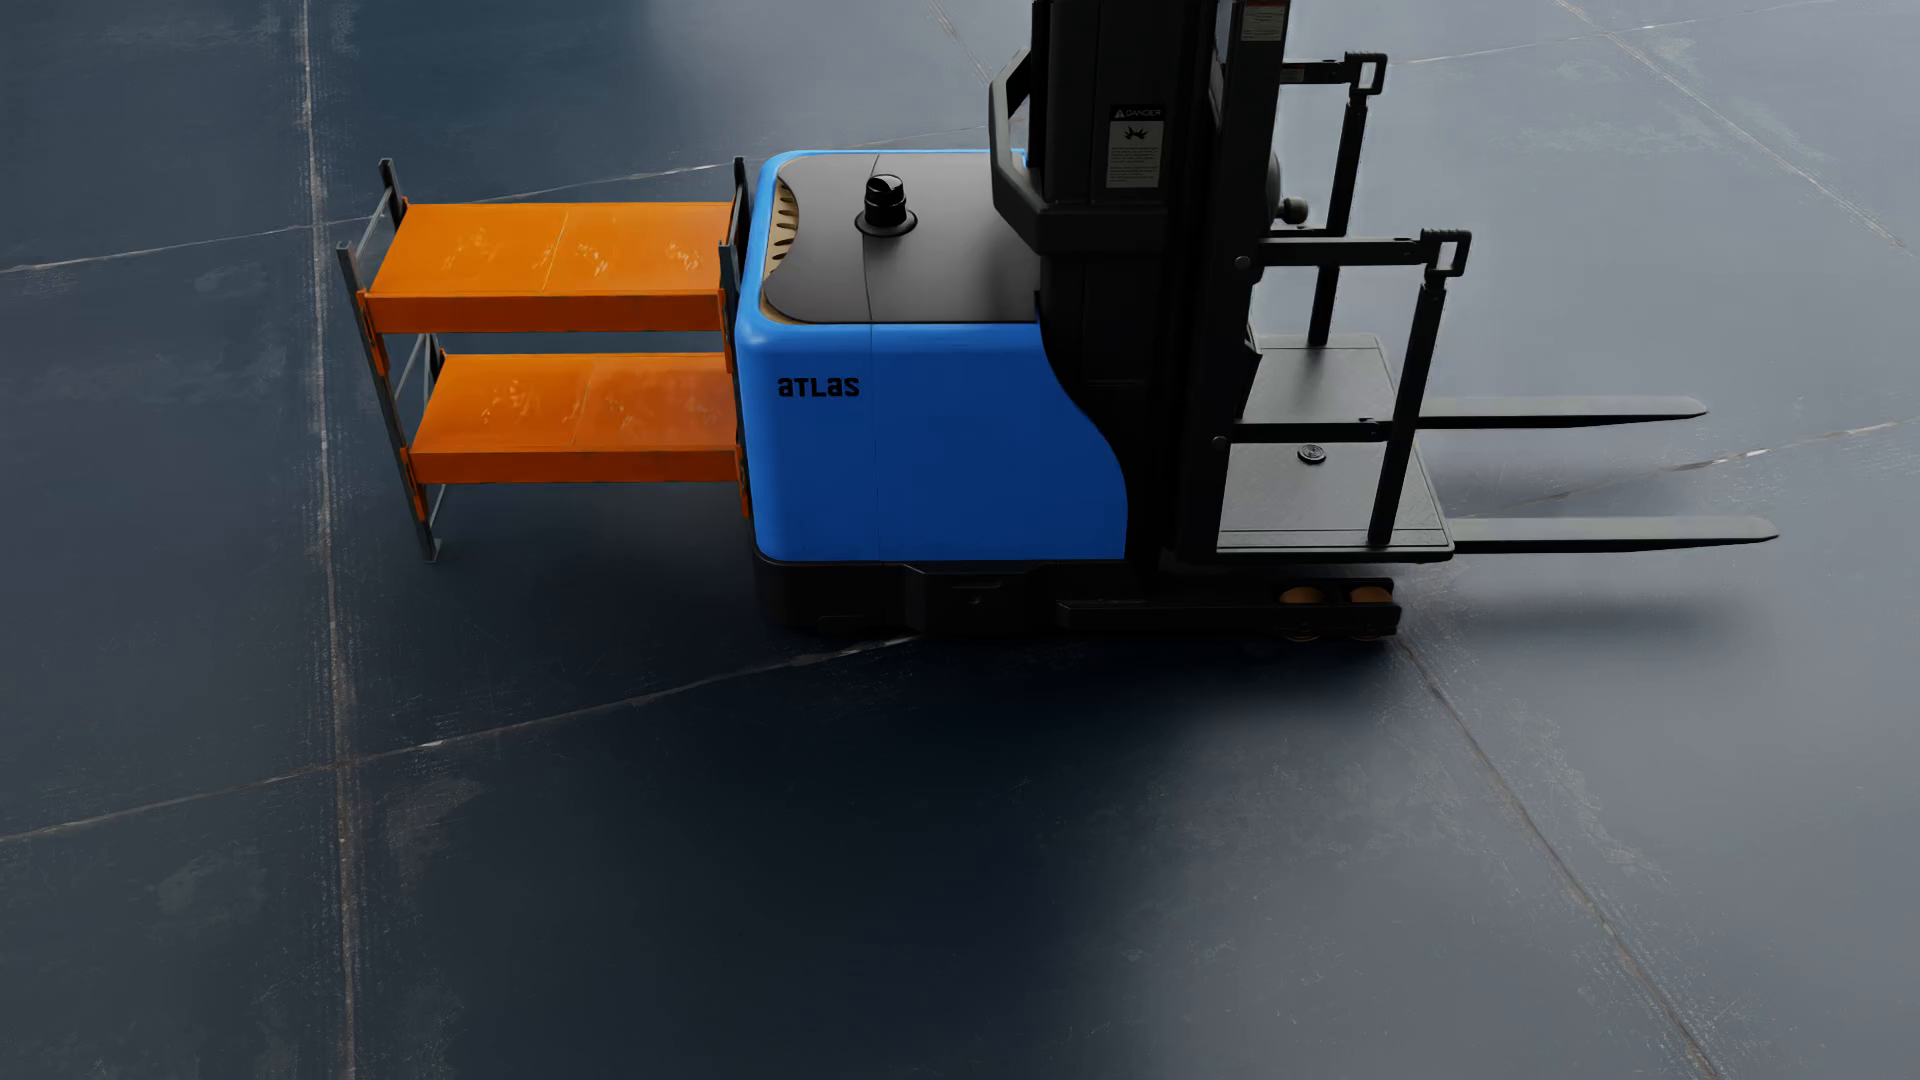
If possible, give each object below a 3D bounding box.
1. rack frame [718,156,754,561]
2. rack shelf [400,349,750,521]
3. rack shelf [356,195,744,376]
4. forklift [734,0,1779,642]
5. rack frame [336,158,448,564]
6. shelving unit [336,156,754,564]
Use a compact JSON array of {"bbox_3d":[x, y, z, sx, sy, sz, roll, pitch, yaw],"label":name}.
[{"bbox_3d":[-0.634,-0.524,4.995,0.032,1.125,0.500,-1,41,-1],"label":"rack frame"},{"bbox_3d":[-1.143,-0.335,5.150,1.000,0.278,0.538,-1,41,-1],"label":"rack shelf"},{"bbox_3d":[-1.143,-0.740,4.797,1.000,0.278,0.538,-1,41,-1],"label":"rack shelf"},{"bbox_3d":[0.912,-1.155,4.344,3.031,2.935,1.130,-1,41,-1],"label":"forklift"},{"bbox_3d":[-1.651,-0.515,4.984,0.032,1.125,0.500,-1,41,-1],"label":"rack frame"},{"bbox_3d":[-1.143,-0.519,4.989,1.048,1.125,0.538,-1,41,-1],"label":"shelving unit"}]
